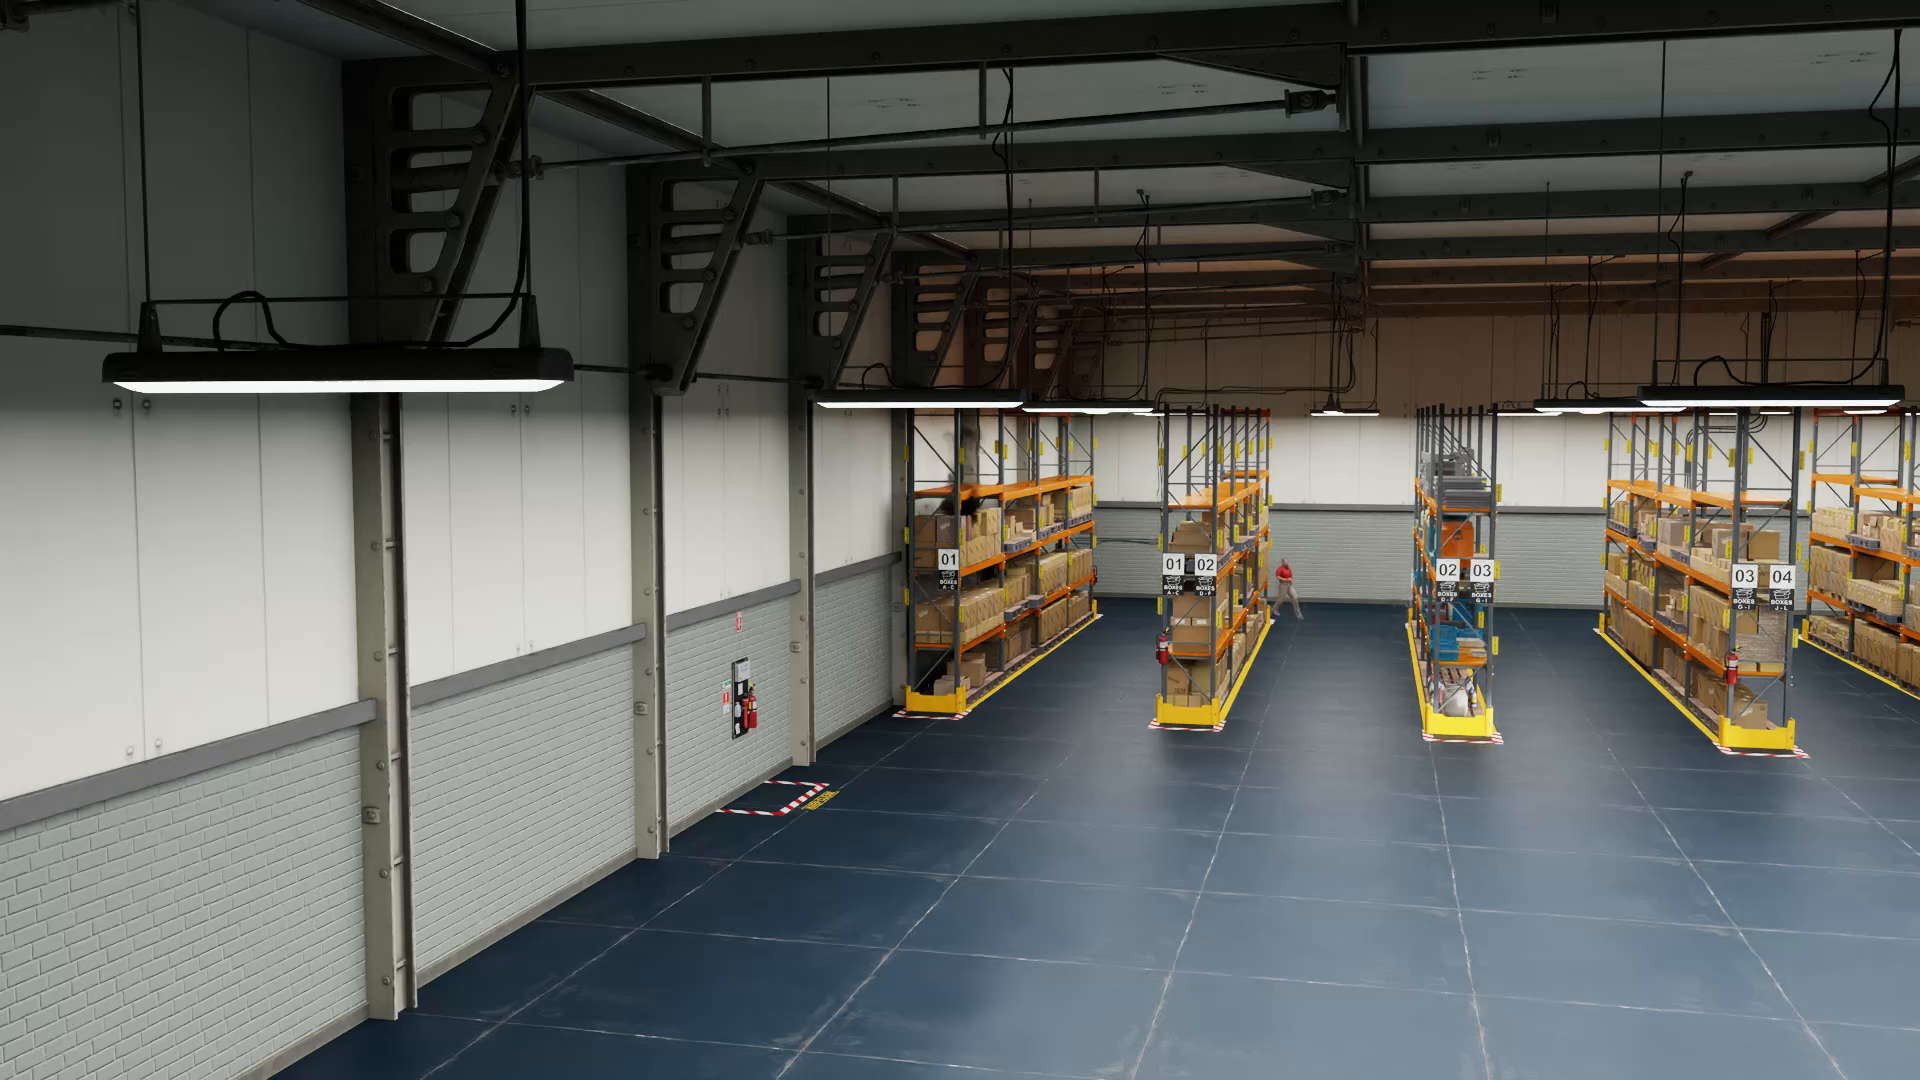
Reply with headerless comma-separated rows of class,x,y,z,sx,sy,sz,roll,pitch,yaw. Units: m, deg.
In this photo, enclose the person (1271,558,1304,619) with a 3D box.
person,9.369,1.385,47.876,0.668,1.754,0.945,-3,5,-35
